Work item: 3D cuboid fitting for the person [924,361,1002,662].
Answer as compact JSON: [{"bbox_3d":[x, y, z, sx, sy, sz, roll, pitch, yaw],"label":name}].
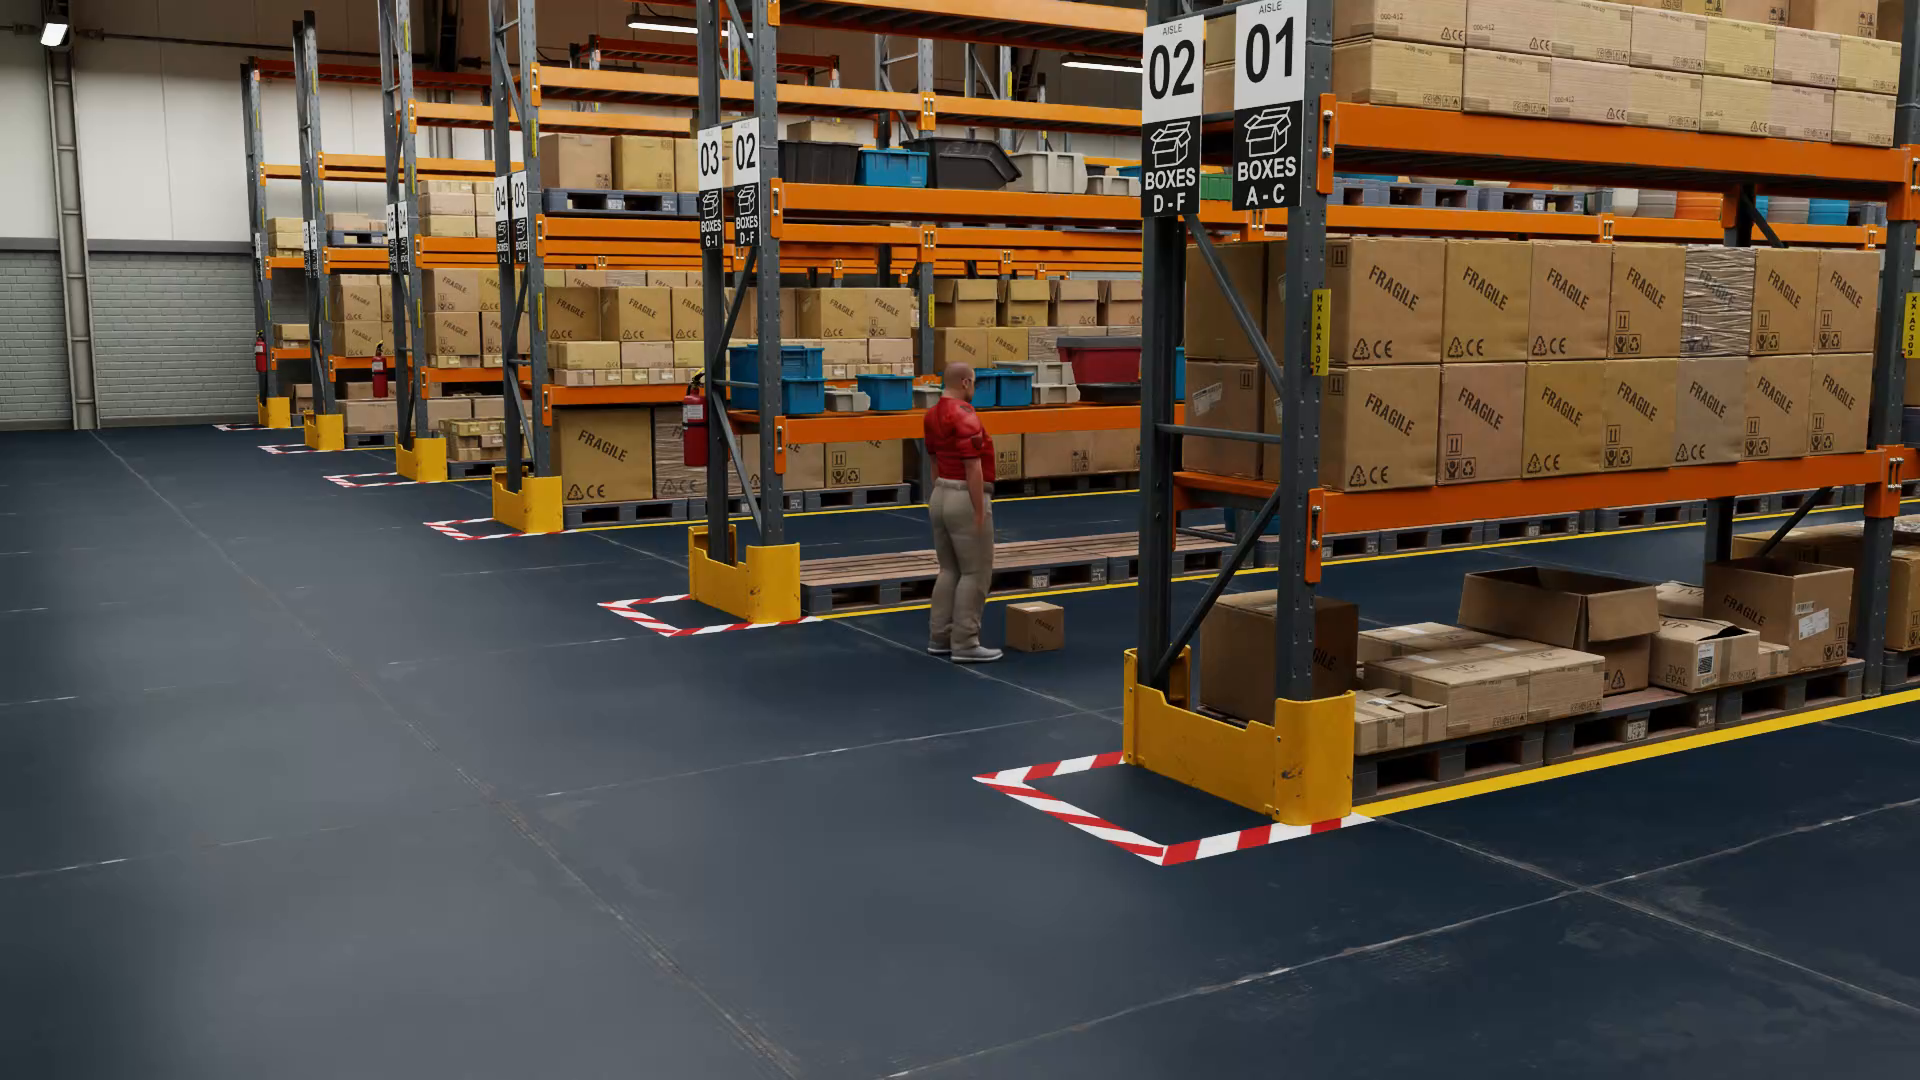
[{"bbox_3d":[0.015,-0.172,9.633,0.359,1.722,0.529,-5,9,-29],"label":"person"}]
